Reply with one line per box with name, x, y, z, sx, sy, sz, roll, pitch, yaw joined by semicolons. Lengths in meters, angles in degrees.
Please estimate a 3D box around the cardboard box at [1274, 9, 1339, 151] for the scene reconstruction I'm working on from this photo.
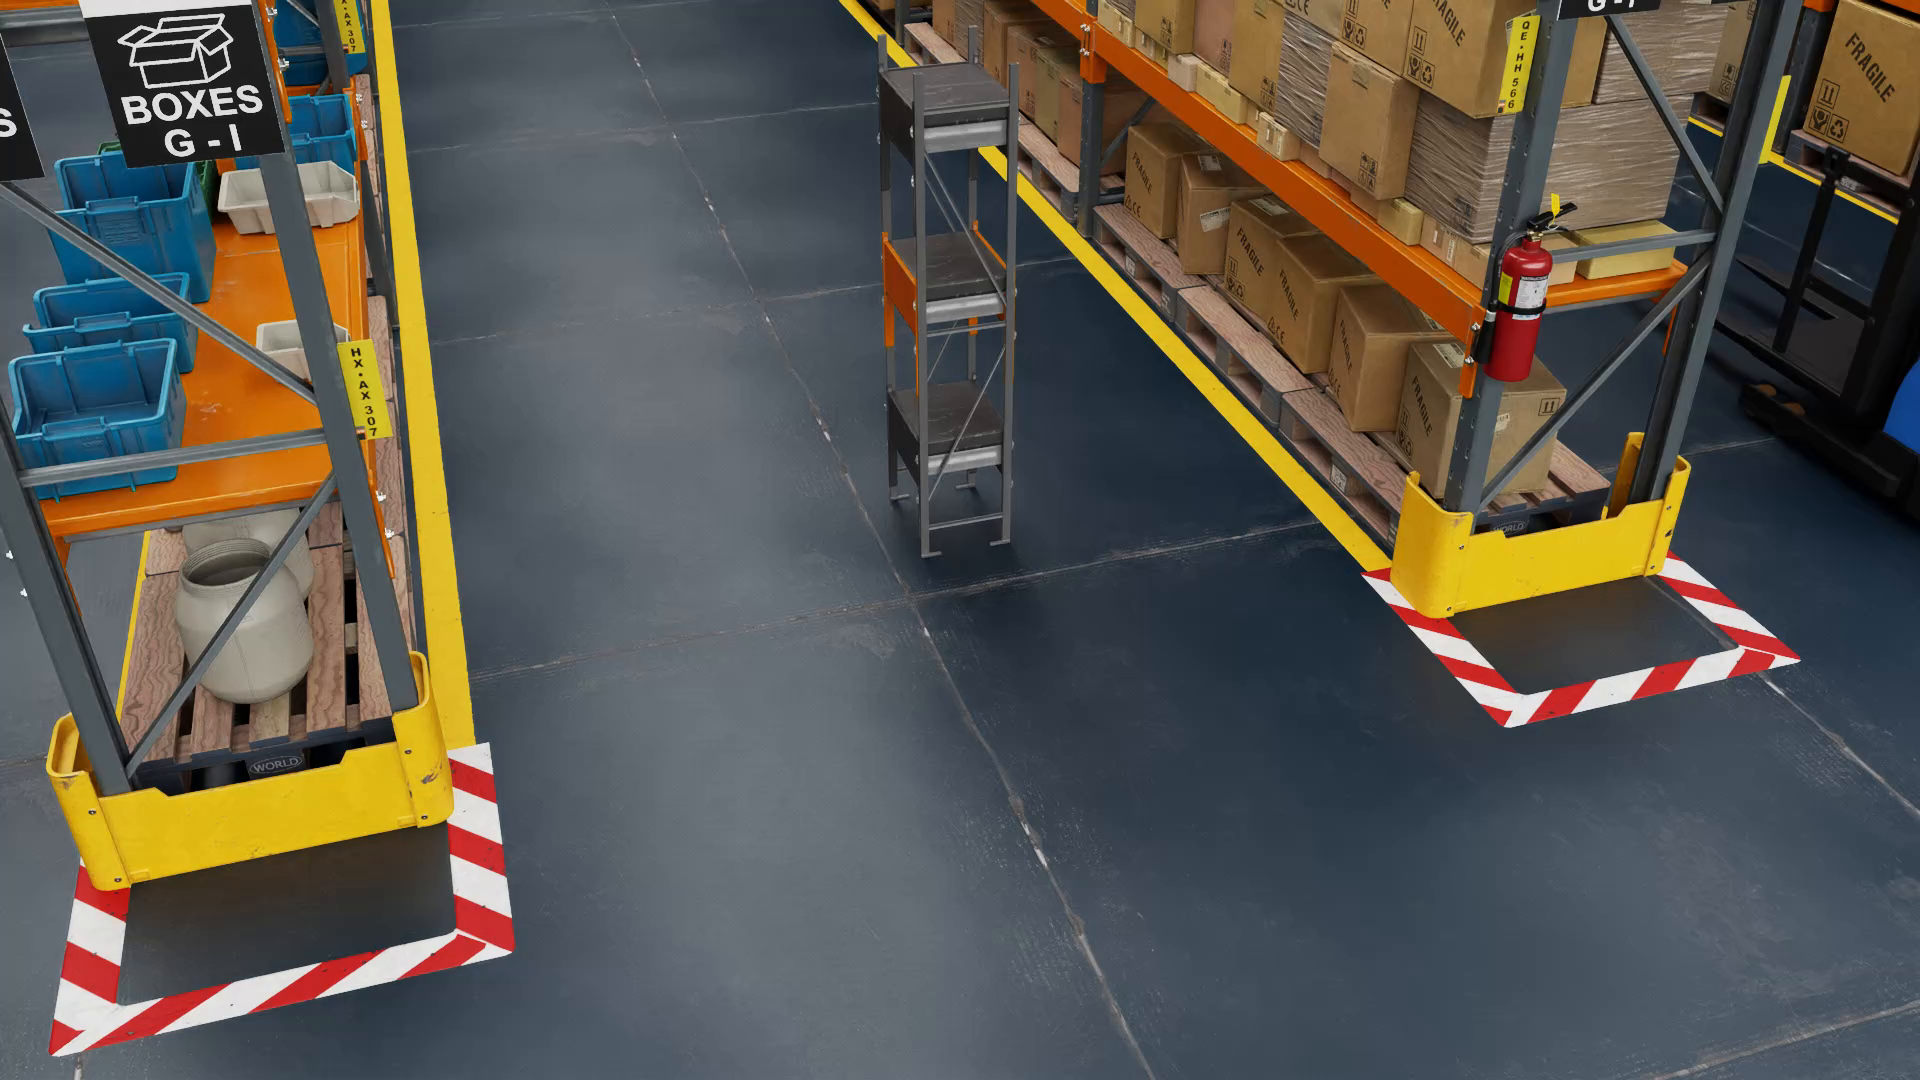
cardboard box;1.901;-2.043;7.260;0.875;0.500;0.500;-10;35;-15

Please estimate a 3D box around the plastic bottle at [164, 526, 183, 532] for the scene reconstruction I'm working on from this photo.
plastic bottle;-3.274;-0.145;6.888;0.097;0.201;0.097;0;33;0

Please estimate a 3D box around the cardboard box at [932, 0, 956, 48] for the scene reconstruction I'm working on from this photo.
cardboard box;0.204;-4.064;12.548;0.700;0.500;0.500;-12;35;-17

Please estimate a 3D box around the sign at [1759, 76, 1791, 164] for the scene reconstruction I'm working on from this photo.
sign;2.938;-1.524;6.051;0.100;0.325;0.005;-10;35;-15

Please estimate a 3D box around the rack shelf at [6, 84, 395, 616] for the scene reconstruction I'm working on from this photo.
rack shelf;-2.906;-0.989;6.678;1.077;0.370;4.000;-10;35;-15

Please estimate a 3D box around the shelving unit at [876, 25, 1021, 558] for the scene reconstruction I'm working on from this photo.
shelving unit;-0.050;-0.963;6.803;0.431;2.100;0.503;-10;35;-15

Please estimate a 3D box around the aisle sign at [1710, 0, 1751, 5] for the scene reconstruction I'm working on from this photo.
aisle sign;2.726;-2.174;5.461;0.394;0.787;0.004;-10;35;-15

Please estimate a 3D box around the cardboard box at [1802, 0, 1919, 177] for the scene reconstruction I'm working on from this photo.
cardboard box;6.081;-2.900;10.464;0.875;0.875;0.875;-9;35;-14

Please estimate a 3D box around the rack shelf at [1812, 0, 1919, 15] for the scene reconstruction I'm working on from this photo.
rack shelf;6.565;-2.603;9.120;1.077;0.370;4.000;-10;35;-15

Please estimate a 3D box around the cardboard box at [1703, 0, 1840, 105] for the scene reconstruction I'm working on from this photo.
cardboard box;5.680;-3.500;11.486;1.050;0.750;0.750;-10;35;-15

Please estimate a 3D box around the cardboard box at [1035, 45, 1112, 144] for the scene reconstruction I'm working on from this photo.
cardboard box;0.907;-2.892;10.774;0.700;0.500;0.500;-10;35;-15

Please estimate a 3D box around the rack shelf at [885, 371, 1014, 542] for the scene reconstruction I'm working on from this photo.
rack shelf;-0.050;-0.368;7.196;0.431;0.518;0.480;-10;35;-15

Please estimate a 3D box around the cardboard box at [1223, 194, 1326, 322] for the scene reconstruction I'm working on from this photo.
cardboard box;1.731;-1.475;8.648;0.500;0.500;0.500;-13;36;-19

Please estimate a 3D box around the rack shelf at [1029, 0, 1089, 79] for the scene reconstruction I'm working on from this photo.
rack shelf;0.591;-3.922;11.117;1.077;0.370;4.000;-10;35;-15

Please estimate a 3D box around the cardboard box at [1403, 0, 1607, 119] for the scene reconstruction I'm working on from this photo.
cardboard box;2.018;-1.902;6.140;0.500;0.500;0.500;-10;35;-15

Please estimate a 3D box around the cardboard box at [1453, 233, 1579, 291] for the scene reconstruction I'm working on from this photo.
cardboard box;2.138;-1.082;6.394;0.380;0.149;0.250;-10;35;-15

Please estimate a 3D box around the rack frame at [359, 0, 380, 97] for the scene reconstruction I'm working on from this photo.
rack frame;-4.736;-4.439;11.247;1.000;3.000;0.127;-10;35;-15

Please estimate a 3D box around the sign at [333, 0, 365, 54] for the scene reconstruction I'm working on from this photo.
sign;-2.989;-2.541;8.124;0.100;0.325;0.005;-10;35;-15

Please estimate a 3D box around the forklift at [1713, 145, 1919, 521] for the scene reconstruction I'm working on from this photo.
forklift;4.476;-1.771;7.272;1.130;2.935;3.031;-10;35;-14

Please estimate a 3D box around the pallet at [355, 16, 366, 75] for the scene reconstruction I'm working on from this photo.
pallet;-5.016;-3.683;12.631;1.003;0.211;1.213;-10;35;-15

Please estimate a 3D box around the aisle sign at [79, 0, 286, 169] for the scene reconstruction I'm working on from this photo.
aisle sign;-1.995;-1.335;4.191;0.394;0.787;0.004;-10;35;-15

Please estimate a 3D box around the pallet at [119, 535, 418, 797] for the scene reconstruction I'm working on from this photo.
pallet;-2.607;0.465;6.354;1.003;0.211;1.213;-10;35;-15

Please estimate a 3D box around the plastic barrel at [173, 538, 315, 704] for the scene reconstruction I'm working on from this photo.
plastic barrel;-2.569;0.291;5.964;0.421;0.512;0.421;0;33;0

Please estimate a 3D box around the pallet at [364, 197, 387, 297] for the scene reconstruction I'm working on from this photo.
pallet;-3.792;-1.581;9.452;1.003;0.211;1.213;-10;35;-15

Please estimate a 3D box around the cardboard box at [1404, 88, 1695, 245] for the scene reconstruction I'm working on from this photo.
cardboard box;2.279;-1.531;6.485;0.875;0.500;0.500;-10;35;-15

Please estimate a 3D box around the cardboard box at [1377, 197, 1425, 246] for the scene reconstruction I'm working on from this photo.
cardboard box;1.937;-1.336;6.778;0.380;0.149;0.250;-10;35;-15

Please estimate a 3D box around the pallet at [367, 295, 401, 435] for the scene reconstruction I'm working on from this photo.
pallet;-3.351;-0.816;8.293;1.003;0.211;1.213;-10;35;-15

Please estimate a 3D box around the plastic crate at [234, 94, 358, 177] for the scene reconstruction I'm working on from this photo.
plastic crate;-2.920;-1.741;7.299;0.499;0.251;0.616;-10;35;-15

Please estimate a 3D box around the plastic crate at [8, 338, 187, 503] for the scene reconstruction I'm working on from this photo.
plastic crate;-2.733;-0.389;5.253;0.499;0.251;0.616;-10;35;-15

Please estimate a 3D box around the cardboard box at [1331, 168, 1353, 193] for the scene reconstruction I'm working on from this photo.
cardboard box;1.838;-1.608;7.190;0.380;0.149;0.250;-10;35;-15

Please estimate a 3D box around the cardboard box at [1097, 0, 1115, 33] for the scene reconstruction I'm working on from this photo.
cardboard box;0.980;-2.904;9.151;0.380;0.149;0.250;-10;35;-15

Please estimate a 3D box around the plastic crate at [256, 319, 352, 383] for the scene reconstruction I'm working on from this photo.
plastic crate;-2.262;-0.653;5.756;0.298;0.136;0.250;-10;35;-15

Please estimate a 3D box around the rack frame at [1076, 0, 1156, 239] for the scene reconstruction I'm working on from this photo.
rack frame;1.201;-3.172;9.329;1.000;3.000;0.127;-10;35;-15

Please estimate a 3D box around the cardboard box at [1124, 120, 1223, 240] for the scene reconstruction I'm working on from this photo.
cardboard box;1.285;-2.087;9.574;0.500;0.500;0.500;-11;35;-16

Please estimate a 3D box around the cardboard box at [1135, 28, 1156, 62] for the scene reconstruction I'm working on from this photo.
cardboard box;1.147;-2.643;8.757;0.380;0.149;0.250;-10;35;-15

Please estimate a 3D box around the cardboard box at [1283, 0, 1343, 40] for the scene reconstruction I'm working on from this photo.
cardboard box;1.710;-2.426;6.934;0.500;0.500;0.500;-10;35;-15

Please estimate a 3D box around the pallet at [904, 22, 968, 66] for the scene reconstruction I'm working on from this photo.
pallet;0.218;-3.698;12.655;1.003;0.211;1.213;-10;35;-15

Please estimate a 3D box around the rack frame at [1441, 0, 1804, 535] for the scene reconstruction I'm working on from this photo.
rack frame;2.421;-1.072;6.151;1.000;3.000;0.127;-10;35;-15

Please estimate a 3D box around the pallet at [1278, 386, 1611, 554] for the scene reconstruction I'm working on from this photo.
pallet;2.184;-0.381;7.635;1.003;0.211;1.213;-10;35;-15

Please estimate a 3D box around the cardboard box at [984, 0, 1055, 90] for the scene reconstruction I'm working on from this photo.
cardboard box;0.565;-3.479;11.662;0.700;0.500;0.500;-7;34;-11

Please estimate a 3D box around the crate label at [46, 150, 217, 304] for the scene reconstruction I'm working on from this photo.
crate label;-3.115;-1.174;6.274;0.502;0.435;0.616;-10;35;-15

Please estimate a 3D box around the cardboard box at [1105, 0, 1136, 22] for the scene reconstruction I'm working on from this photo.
cardboard box;1.279;-3.091;8.846;0.875;0.500;0.500;-10;35;-15

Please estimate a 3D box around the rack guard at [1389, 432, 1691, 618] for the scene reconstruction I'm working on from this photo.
rack guard;2.398;-0.069;6.900;1.175;0.500;0.348;-10;35;-15

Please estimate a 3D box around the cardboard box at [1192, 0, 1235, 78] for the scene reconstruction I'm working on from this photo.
cardboard box;1.647;-2.577;8.068;0.875;0.500;0.500;-10;35;-15

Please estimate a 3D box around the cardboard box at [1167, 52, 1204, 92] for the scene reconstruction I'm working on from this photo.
cardboard box;1.269;-2.376;8.352;0.380;0.149;0.250;-10;35;-15

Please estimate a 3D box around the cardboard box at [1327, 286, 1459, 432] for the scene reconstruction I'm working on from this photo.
cardboard box;2.032;-0.843;7.691;0.500;0.500;0.500;-1;33;-2

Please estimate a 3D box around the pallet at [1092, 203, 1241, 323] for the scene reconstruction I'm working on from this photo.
pallet;1.439;-1.662;9.573;1.003;0.211;1.213;-10;35;-15

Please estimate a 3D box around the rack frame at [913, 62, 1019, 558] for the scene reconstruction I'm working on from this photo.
rack frame;0.024;-0.835;6.609;0.400;2.100;0.015;-10;35;-15

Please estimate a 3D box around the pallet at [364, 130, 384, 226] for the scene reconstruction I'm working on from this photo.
pallet;-4.168;-2.223;10.423;1.003;0.211;1.213;-10;35;-15

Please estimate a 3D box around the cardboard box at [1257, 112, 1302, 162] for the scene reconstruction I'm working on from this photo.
cardboard box;1.580;-1.852;7.559;0.380;0.149;0.250;-10;35;-15

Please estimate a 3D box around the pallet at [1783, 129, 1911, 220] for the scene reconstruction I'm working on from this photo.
pallet;6.113;-2.377;10.656;1.003;0.211;1.213;-10;35;-15

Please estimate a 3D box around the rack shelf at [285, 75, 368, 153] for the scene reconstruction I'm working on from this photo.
rack shelf;-4.126;-3.089;9.856;1.077;0.370;4.000;-10;35;-15

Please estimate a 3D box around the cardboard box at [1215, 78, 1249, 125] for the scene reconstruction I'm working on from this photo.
cardboard box;1.450;-2.118;7.963;0.380;0.149;0.250;-10;35;-15
